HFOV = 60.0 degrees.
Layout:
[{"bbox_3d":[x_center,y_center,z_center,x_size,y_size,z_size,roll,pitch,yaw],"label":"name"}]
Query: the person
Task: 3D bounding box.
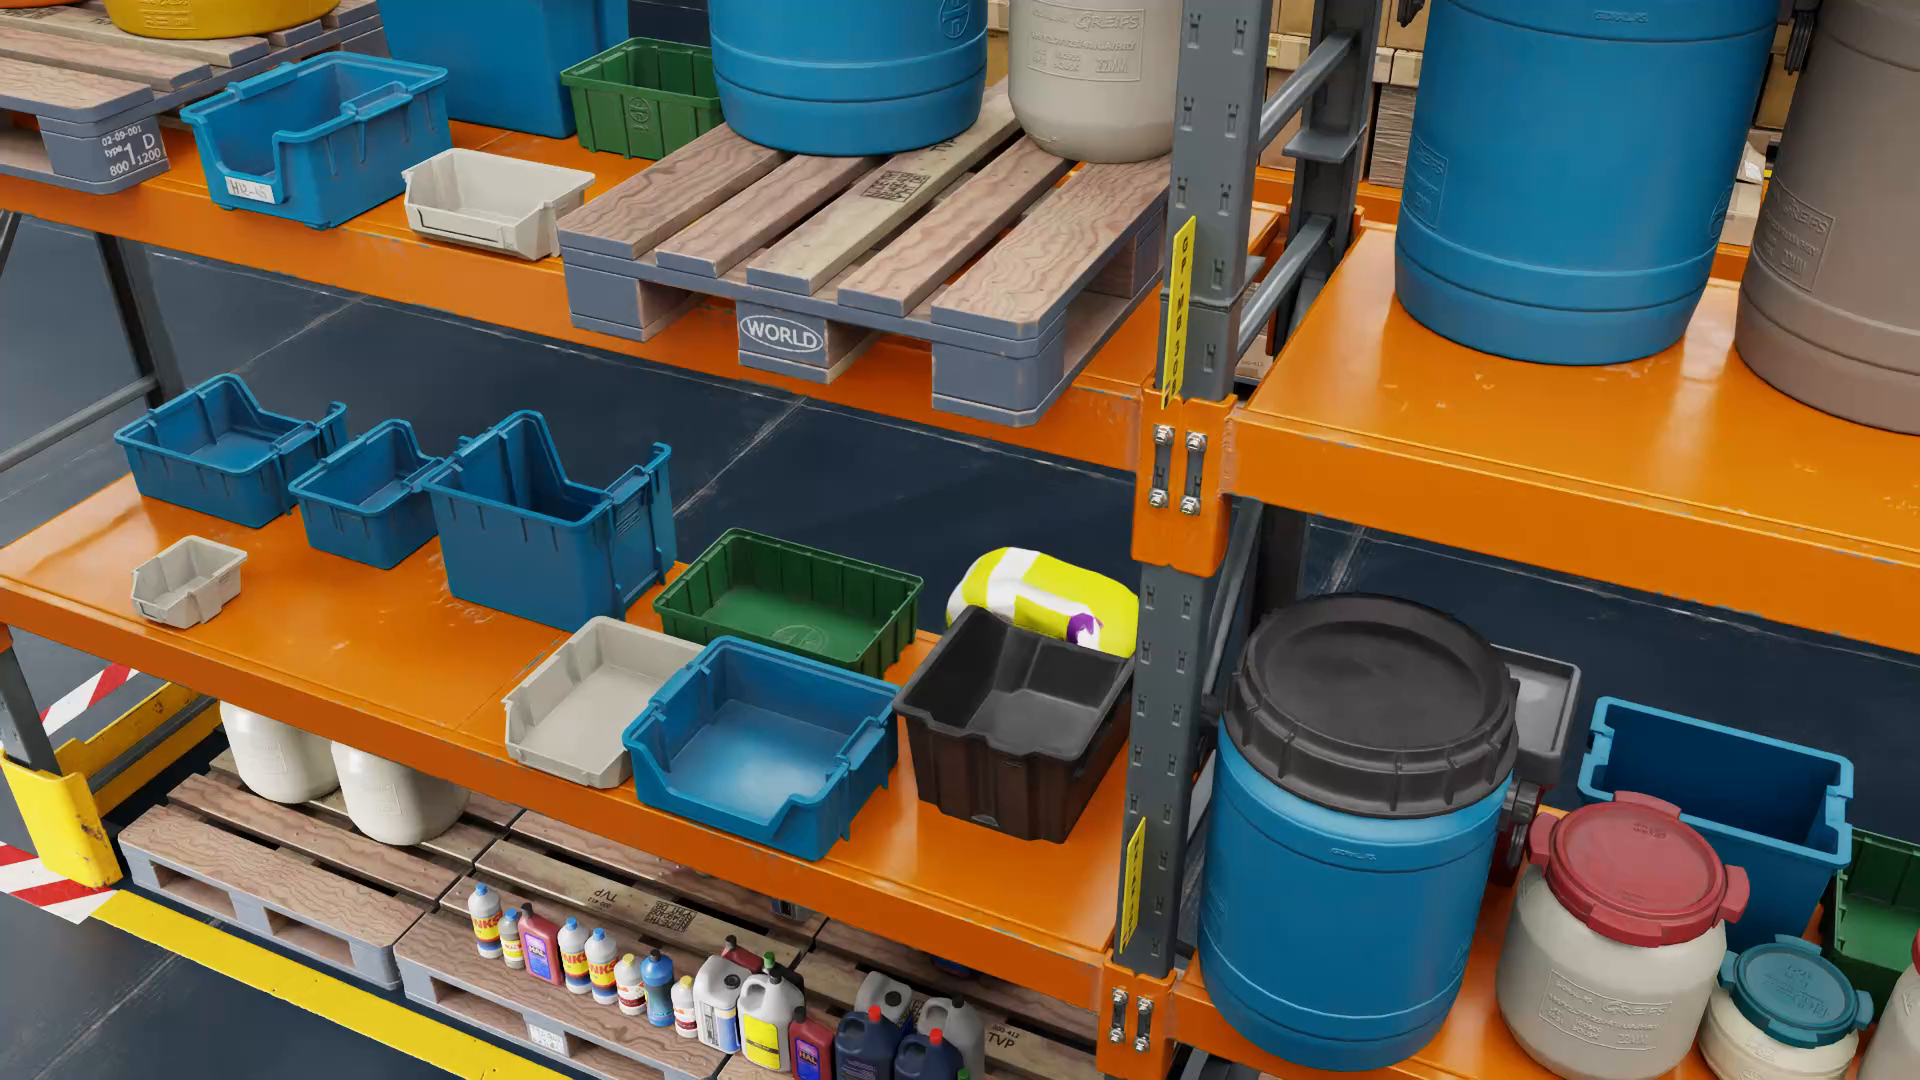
[{"bbox_3d":[0.440,0.505,6.116,0.975,0.925,0.501,13,36,19],"label":"person"}]
